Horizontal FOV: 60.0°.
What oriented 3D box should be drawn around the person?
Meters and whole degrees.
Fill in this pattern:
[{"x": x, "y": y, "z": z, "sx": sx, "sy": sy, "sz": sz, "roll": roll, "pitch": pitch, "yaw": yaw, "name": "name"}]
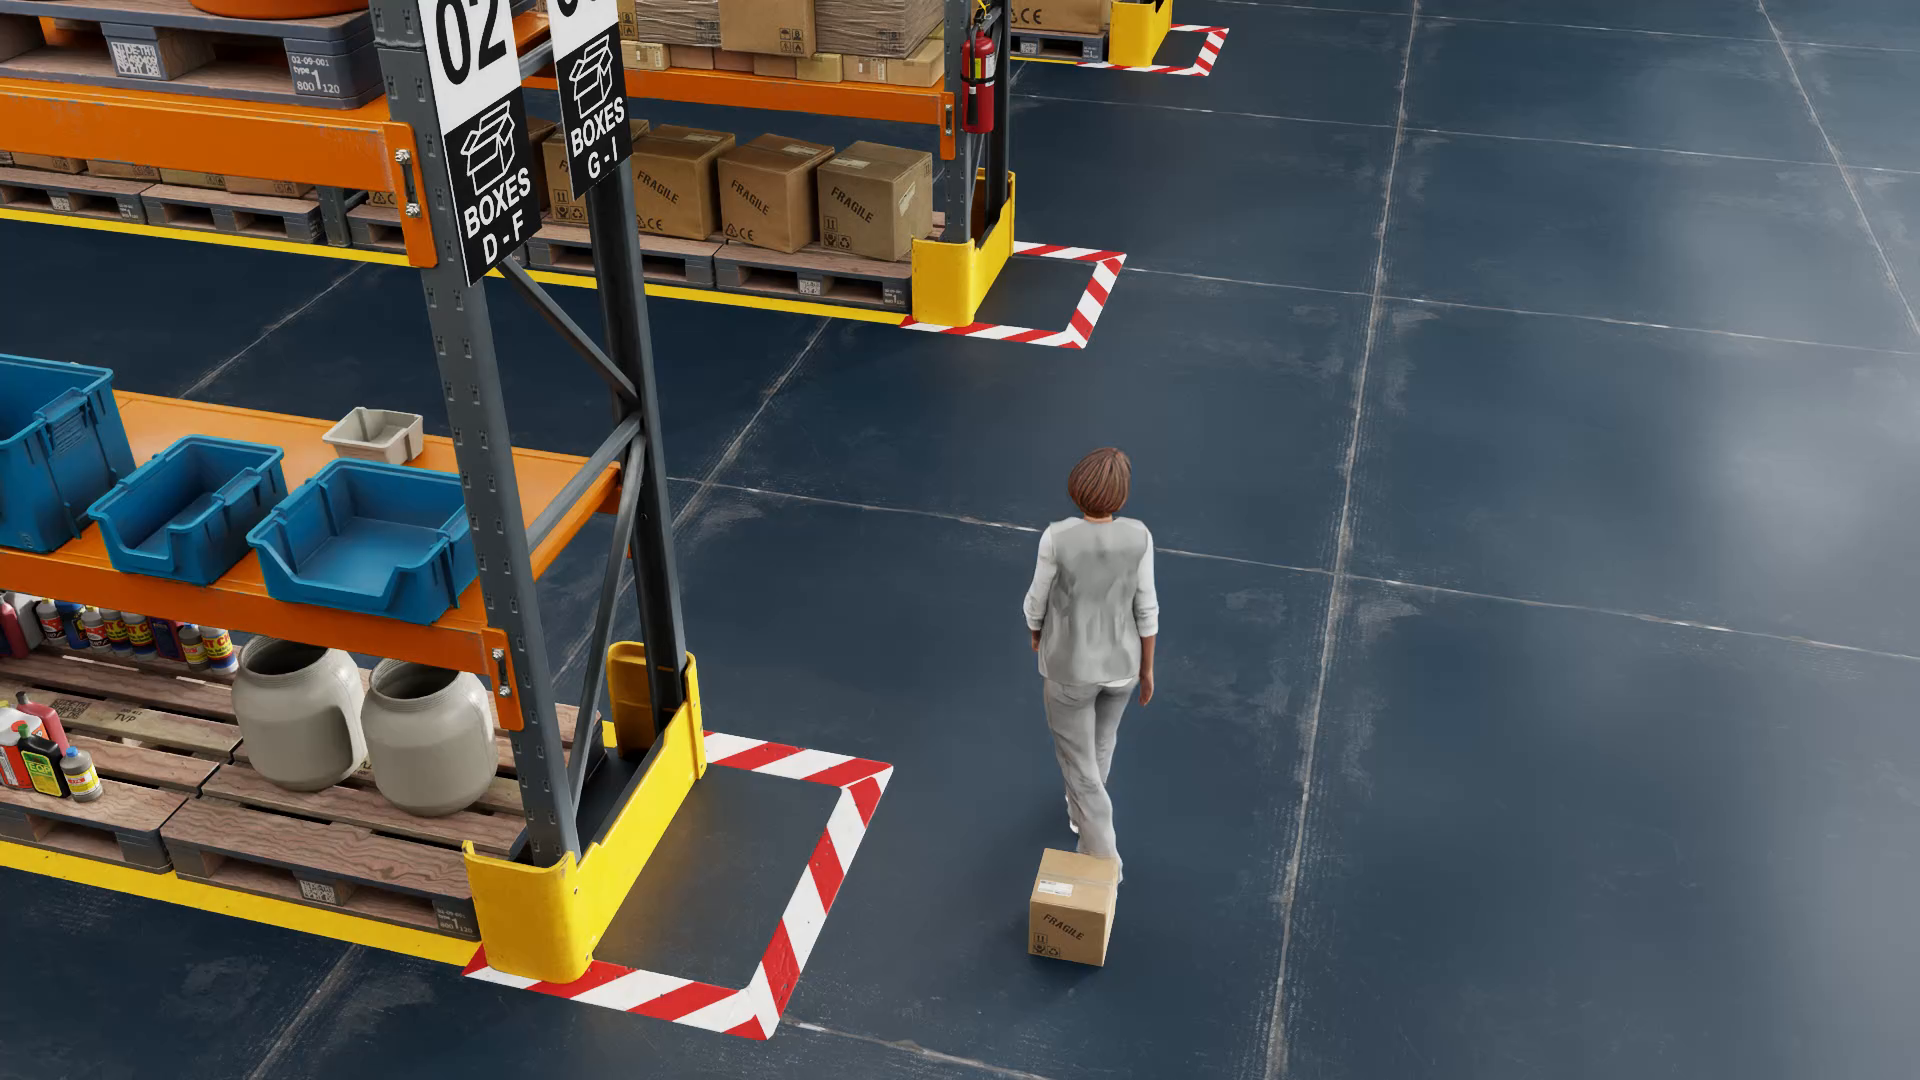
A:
[{"x": 0.434, "y": 0.437, "z": 5.474, "sx": 0.438, "sy": 1.583, "sz": 0.647, "roll": -8, "pitch": 34, "yaw": -12, "name": "person"}]
